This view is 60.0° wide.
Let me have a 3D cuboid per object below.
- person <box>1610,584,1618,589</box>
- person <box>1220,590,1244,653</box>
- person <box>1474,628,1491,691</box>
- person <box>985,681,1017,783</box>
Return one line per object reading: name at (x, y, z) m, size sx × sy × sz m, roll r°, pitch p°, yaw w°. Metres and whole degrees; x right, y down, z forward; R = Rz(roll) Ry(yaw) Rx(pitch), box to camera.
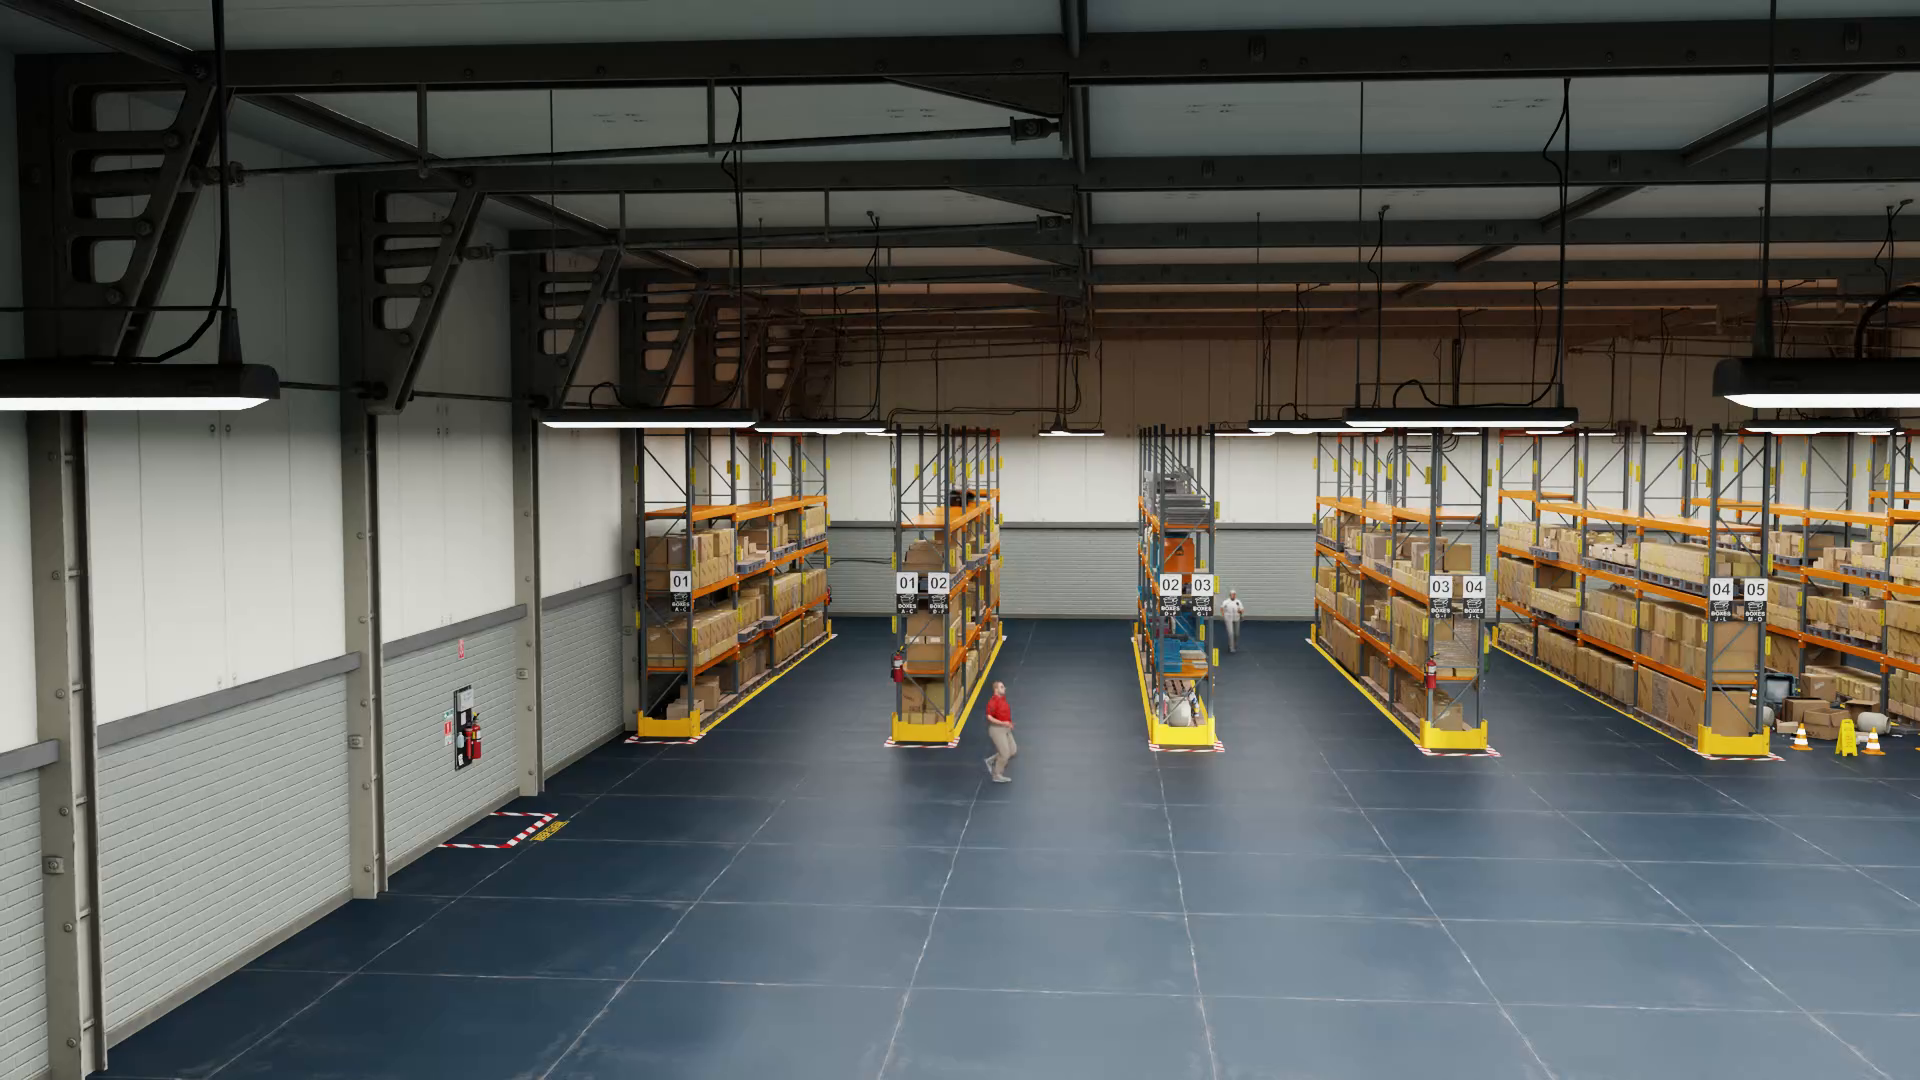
person at (18.478, 2.058, 46.989) m, size 0.623 × 1.628 × 0.565 m, roll 0°, pitch 3°, yaw -3°
person at (7.325, 2.168, 44.705) m, size 0.616 × 1.642 × 0.902 m, roll 0°, pitch 3°, yaw -5°
person at (11.755, 2.557, 37.696) m, size 0.651 × 1.738 × 0.613 m, roll 0°, pitch 3°, yaw -3°
person at (0.672, 3.192, 27.722) m, size 0.622 × 1.675 × 0.655 m, roll 1°, pitch 4°, yaw 23°
